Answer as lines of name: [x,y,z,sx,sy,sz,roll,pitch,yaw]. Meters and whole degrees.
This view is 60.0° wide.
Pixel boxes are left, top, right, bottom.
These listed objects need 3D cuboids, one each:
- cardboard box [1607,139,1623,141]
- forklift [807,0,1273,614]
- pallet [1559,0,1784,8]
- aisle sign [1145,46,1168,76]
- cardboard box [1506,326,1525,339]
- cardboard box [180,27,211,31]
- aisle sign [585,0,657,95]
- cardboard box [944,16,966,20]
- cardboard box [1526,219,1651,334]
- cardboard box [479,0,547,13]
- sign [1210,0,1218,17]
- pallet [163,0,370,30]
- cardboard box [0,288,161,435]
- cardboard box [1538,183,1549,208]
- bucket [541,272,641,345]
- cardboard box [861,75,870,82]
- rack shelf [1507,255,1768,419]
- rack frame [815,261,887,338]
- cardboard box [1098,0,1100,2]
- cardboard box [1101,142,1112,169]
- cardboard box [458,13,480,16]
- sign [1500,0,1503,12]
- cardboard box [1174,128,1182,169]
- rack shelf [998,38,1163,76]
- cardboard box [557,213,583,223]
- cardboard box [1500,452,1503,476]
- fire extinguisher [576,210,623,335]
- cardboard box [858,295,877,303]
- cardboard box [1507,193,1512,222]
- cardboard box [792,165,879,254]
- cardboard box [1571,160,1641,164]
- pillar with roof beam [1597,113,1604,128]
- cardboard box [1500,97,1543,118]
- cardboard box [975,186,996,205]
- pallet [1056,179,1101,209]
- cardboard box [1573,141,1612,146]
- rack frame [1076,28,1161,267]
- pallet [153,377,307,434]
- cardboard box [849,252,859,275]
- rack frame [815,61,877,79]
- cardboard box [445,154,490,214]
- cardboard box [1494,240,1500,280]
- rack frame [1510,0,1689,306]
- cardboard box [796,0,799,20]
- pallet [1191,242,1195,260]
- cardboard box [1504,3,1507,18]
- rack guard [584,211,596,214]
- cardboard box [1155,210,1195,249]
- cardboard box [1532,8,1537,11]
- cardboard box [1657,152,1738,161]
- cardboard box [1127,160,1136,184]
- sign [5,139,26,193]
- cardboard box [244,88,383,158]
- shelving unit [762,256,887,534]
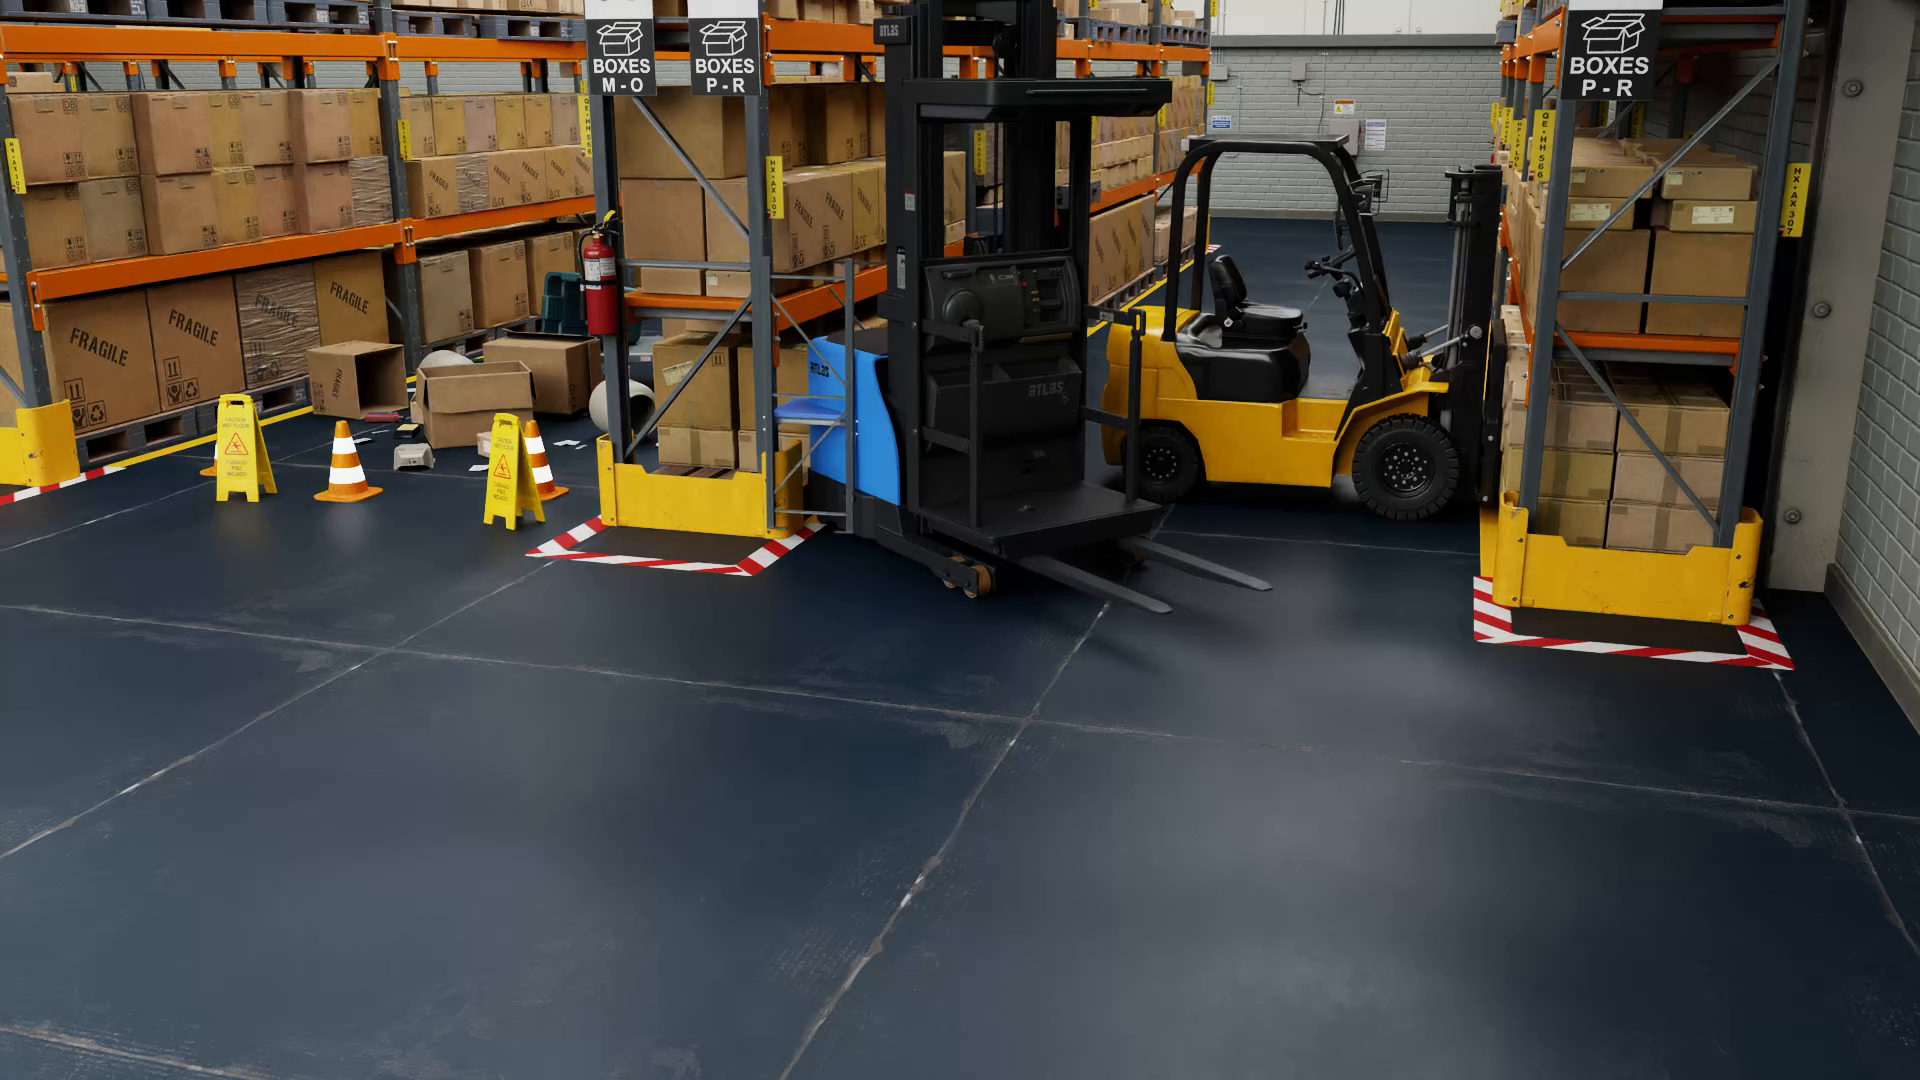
cardboard box: [5.653,-3.404,14.462,0.380,0.149,0.250,5,17,17]
forklift: [0.345,-1.267,8.424,1.130,2.935,3.031,-10,19,-32]
pallet: [3.471,-2.712,8.060,1.003,0.211,1.213,5,16,16]
aisle sign: [2.774,-6.991,23.715,0.394,0.787,0.004,5,16,16]
cardboard box: [3.658,-1.169,10.392,0.500,0.250,0.500,5,17,18]
cardboard box: [-8.643,-5.602,18.360,0.500,0.250,0.500,5,16,16]
aisle sign: [-1.811,-2.770,8.833,0.394,0.787,0.004,5,16,16]
cardboard box: [-0.175,-3.775,12.105,0.380,0.149,0.250,5,17,16]
cardboard box: [3.133,-1.326,8.324,0.500,0.500,0.500,4,16,15]
cardboard box: [-4.242,-5.228,15.631,0.500,0.500,0.500,5,16,16]
sign: [3.548,-7.484,23.243,0.100,0.325,0.005,5,16,16]
pallet: [-5.395,-4.104,12.966,1.003,0.211,1.213,5,16,16]
cardboard box: [-6.160,-1.233,11.302,0.875,0.875,0.875,5,17,16]
cardboard box: [3.364,-1.871,9.057,0.380,0.149,0.250,4,16,14]
bucket: [-2.981,-1.859,13.599,0.726,0.611,0.620,11,9,35]
cardboard box: [-1.634,-6.589,24.503,0.500,0.500,0.500,4,16,15]
rack shelf: [3.813,-1.306,9.755,1.077,0.370,4.000,5,16,16]
rack frame: [-0.625,-1.020,10.028,0.500,1.500,0.032,3,14,11]
cardboard box: [1.367,-6.137,19.020,0.500,0.500,0.500,4,16,15]
cardboard box: [1.287,-4.023,17.373,0.500,0.250,0.500,5,17,17]
cardboard box: [-7.284,-7.512,23.683,0.700,0.500,0.500,6,17,19]
sign: [7.272,-7.220,22.190,0.100,0.325,0.005,5,16,16]
cardboard box: [2.574,-5.064,21.502,0.500,0.500,0.500,5,17,16]
rack shelf: [1.327,-5.226,18.078,1.077,0.370,4.000,5,16,16]
cardboard box: [-6.575,-5.473,26.254,0.875,0.875,0.875,5,16,16]
cardboard box: [3.377,-0.415,9.565,0.500,0.250,0.500,5,17,16]
fire extinguisher: [-1.989,-1.481,9.197,0.296,0.674,0.183,5,16,16]
cardboard box: [-0.432,-1.490,11.982,0.500,0.500,0.500,5,17,17]
cardboard box: [4.871,-2.786,13.929,0.500,0.250,0.500,4,16,14]
cardboard box: [-0.827,-2.075,10.421,0.500,0.500,0.500,4,16,15]
cardboard box: [3.185,-1.809,8.293,0.380,0.149,0.250,5,16,16]
pillar with roof beam: [5.295,-9.170,25.169,9.100,9.000,0.400,5,16,16]
cardboard box: [6.979,-5.256,20.719,0.500,0.500,0.500,5,17,17]
cardboard box: [0.082,-2.760,13.256,0.380,0.149,0.250,5,17,17]
pallet: [0.658,-3.319,15.884,1.213,0.211,1.003,5,16,16]
cardboard box: [3.955,-2.475,10.642,0.380,0.149,0.250,4,16,15]
rack frame: [1.895,-4.652,20.234,1.000,3.000,0.127,5,16,16]
pallet: [-5.789,-1.062,12.687,1.003,0.211,1.213,5,16,16]
cardboard box: [-0.851,-1.728,10.385,0.380,0.149,0.250,5,17,17]
rack frame: [-1.743,-6.056,25.184,1.000,3.000,0.127,5,16,16]
cardboard box: [-4.603,-3.214,14.979,0.500,0.500,0.500,5,17,16]
cardboard box: [6.160,-3.019,18.286,0.500,0.500,0.500,4,16,15]
rack frame: [4.382,-2.175,11.501,1.000,3.000,0.127,5,16,16]
cardboard box: [-1.121,-2.972,9.274,0.380,0.149,0.250,4,16,14]
pallet: [2.880,-4.142,23.545,1.003,0.211,1.213,5,16,16]
cardboard box: [5.950,-5.595,17.568,0.380,0.149,0.250,5,17,17]
rack guard: [-6.463,-5.271,26.996,1.175,0.500,0.348,5,16,16]
cardboard box: [2.688,-4.248,22.733,0.875,0.438,0.875,5,17,17]
cardboard box: [5.389,-4.896,15.141,0.380,0.149,0.250,5,17,17]
cardboard box: [4.018,-2.035,9.089,0.380,0.149,0.250,4,16,15]
cardboard box: [1.702,-4.179,18.842,0.500,0.250,0.500,4,16,14]
sign: [-5.759,-2.280,10.139,0.100,0.325,0.005,5,16,16]
cardboard box: [-5.291,-3.414,13.616,0.875,0.550,0.550,5,16,16]
shelving unit: [-0.723,-0.899,9.543,0.538,1.500,1.048,3,14,11]
